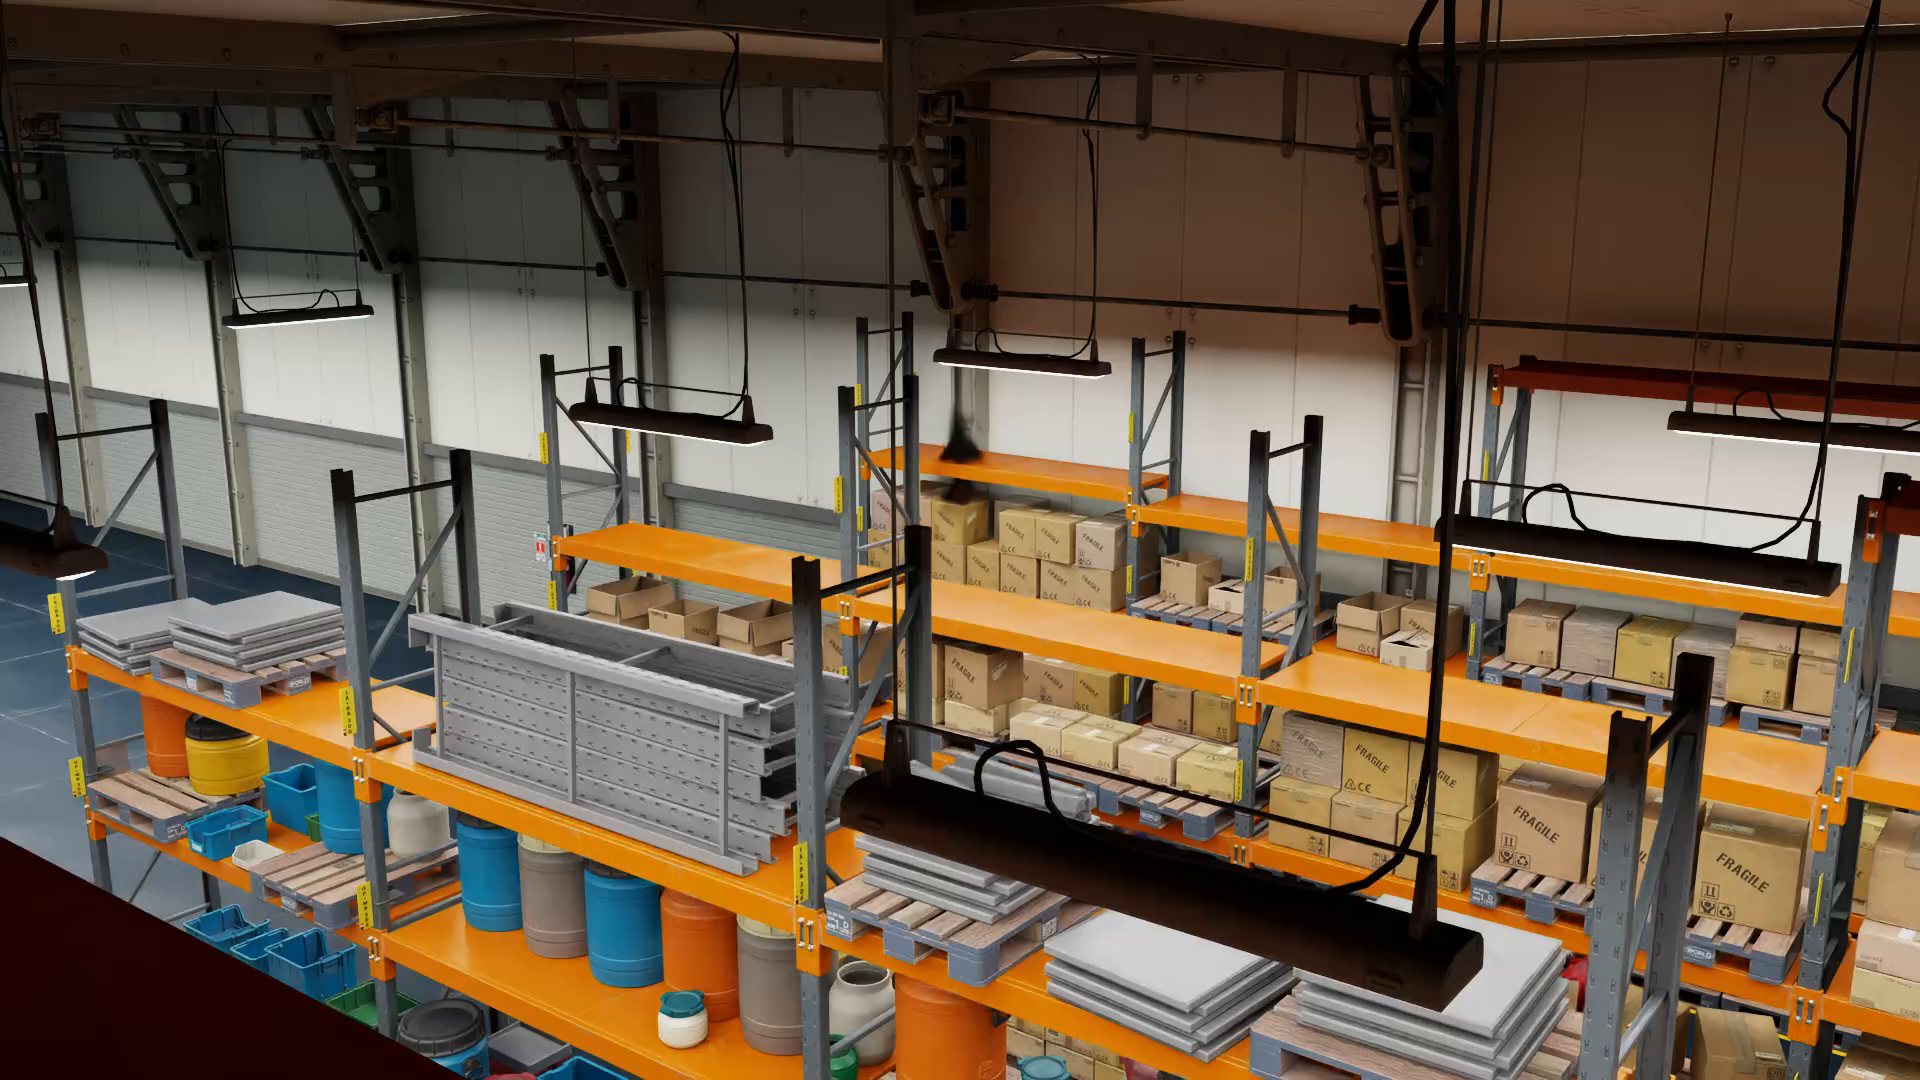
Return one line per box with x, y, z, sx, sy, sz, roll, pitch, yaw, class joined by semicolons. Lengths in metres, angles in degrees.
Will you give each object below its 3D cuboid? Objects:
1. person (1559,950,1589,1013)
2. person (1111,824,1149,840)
5.138;4.074;13.959;0.733;1.762;0.635;7;15;29;person
1.838;3.282;17.517;0.902;1.688;0.615;8;15;30;person
